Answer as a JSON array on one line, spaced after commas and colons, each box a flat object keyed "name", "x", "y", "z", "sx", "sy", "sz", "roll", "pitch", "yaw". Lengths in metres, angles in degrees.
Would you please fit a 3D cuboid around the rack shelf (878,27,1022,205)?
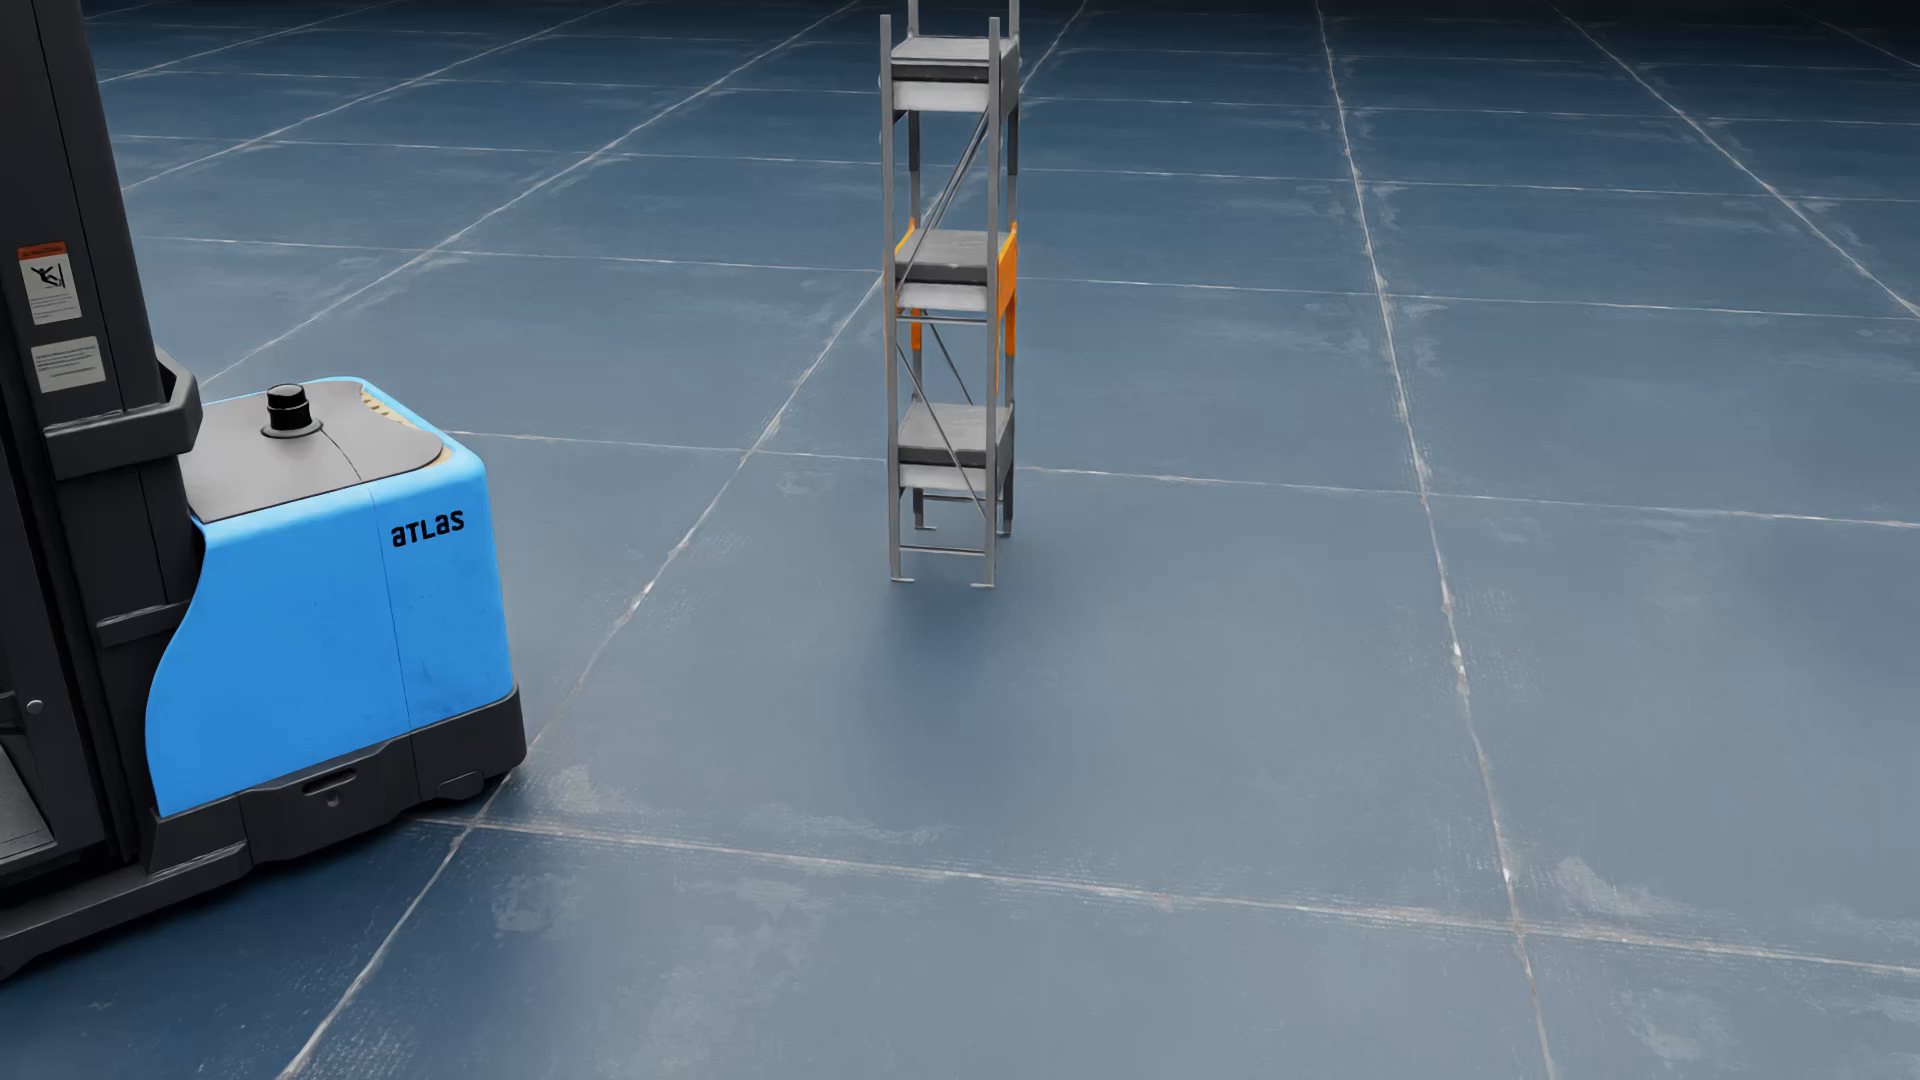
[{"name": "rack shelf", "x": -0.027, "y": -1.503, "z": 5.866, "sx": 0.431, "sy": 0.518, "sz": 0.480, "roll": 4, "pitch": 25, "yaw": 9}]

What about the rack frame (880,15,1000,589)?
[{"name": "rack frame", "x": -0.067, "y": -0.780, "z": 5.939, "sx": 0.400, "sy": 2.100, "sz": 0.015, "roll": 4, "pitch": 25, "yaw": 9}]

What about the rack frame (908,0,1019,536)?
[{"name": "rack frame", "x": 0.013, "y": -0.984, "z": 6.375, "sx": 0.400, "sy": 2.100, "sz": 0.015, "roll": 4, "pitch": 25, "yaw": 9}]

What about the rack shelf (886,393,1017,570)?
[{"name": "rack shelf", "x": -0.027, "y": -0.235, "z": 6.459, "sx": 0.431, "sy": 0.518, "sz": 0.480, "roll": 4, "pitch": 25, "yaw": 9}]

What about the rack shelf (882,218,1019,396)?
[{"name": "rack shelf", "x": -0.027, "y": -0.869, "z": 6.163, "sx": 0.431, "sy": 0.518, "sz": 0.480, "roll": 4, "pitch": 25, "yaw": 9}]

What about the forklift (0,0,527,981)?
[{"name": "forklift", "x": -2.803, "y": -0.349, "z": 4.038, "sx": 3.031, "sy": 2.935, "sz": 1.130, "roll": -19, "pitch": 31, "yaw": -35}]

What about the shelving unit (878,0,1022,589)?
[{"name": "shelving unit", "x": -0.027, "y": -0.882, "z": 6.157, "sx": 0.431, "sy": 2.100, "sz": 0.503, "roll": 4, "pitch": 25, "yaw": 9}]
